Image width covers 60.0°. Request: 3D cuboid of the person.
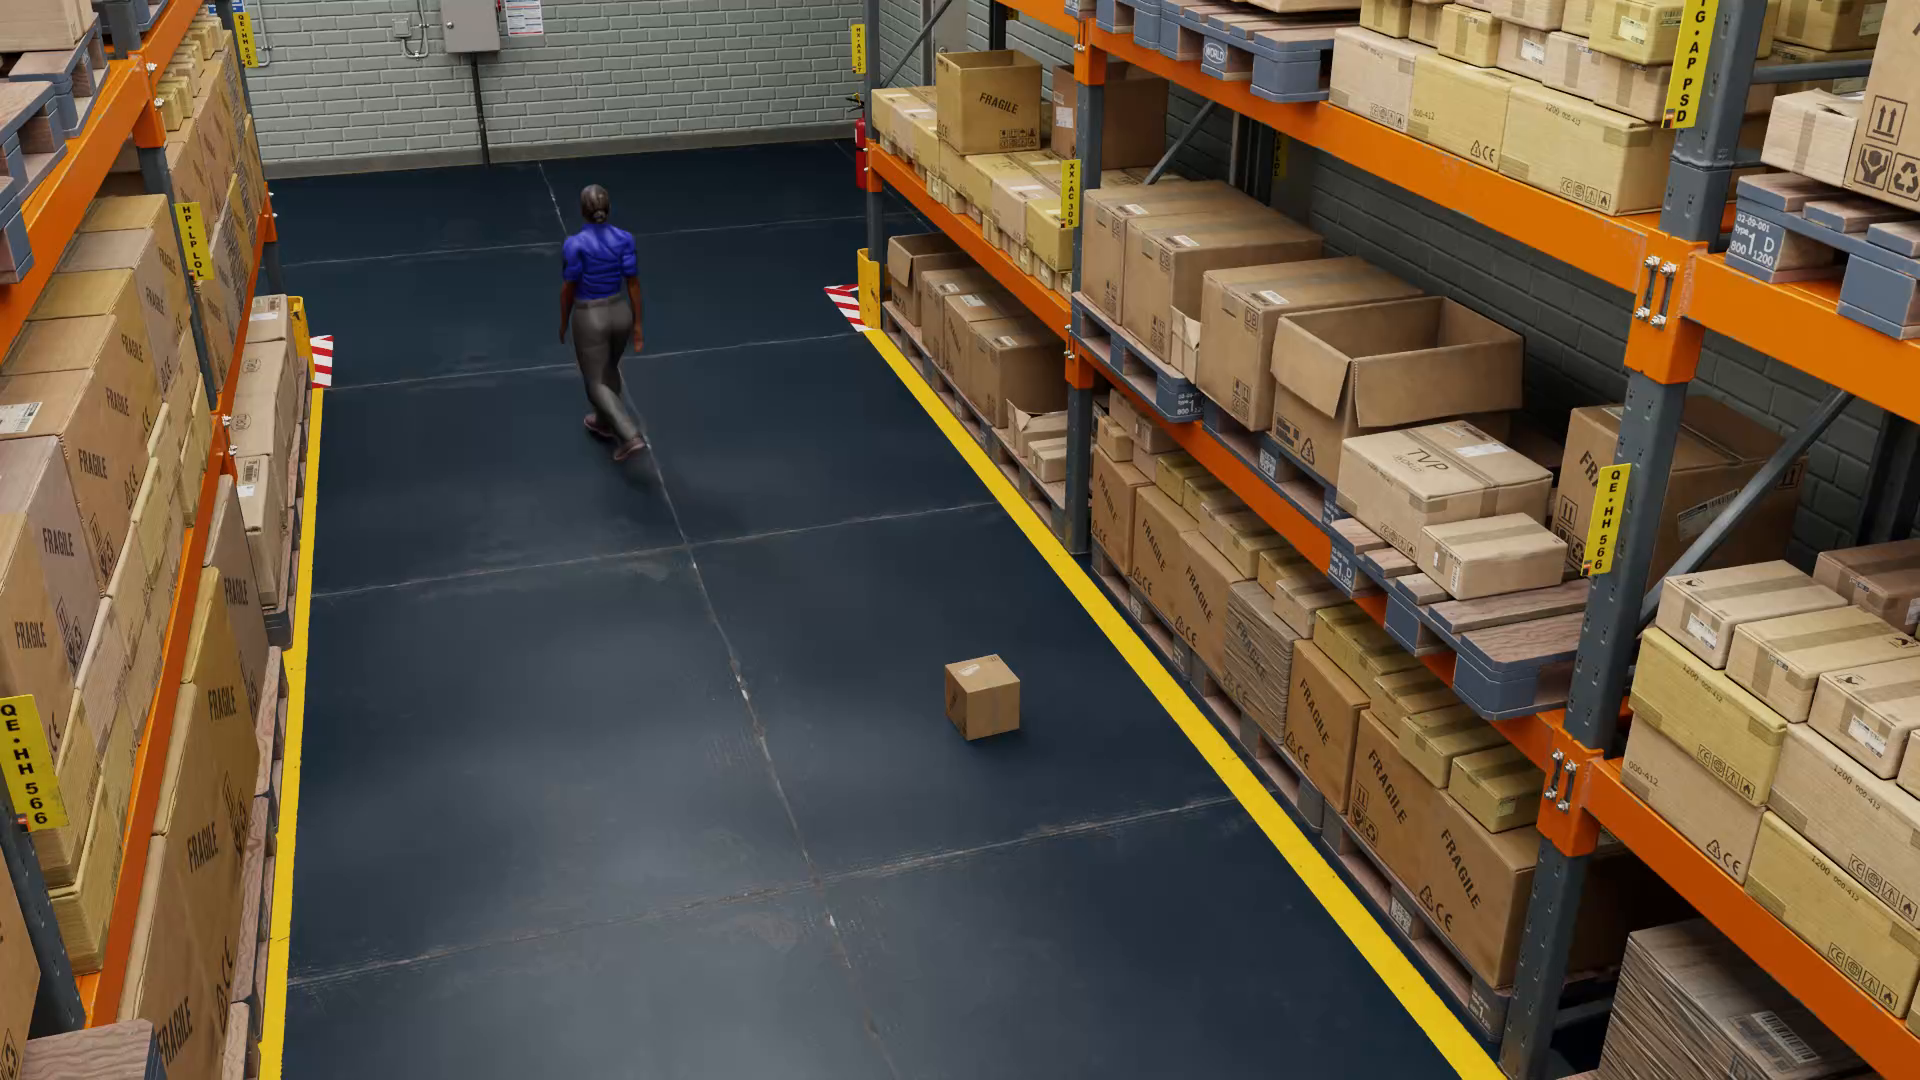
[{"bbox_3d":[-2.062,-1.262,9.636,0.441,1.607,0.950,-20,33,-35],"label":"person"}]
